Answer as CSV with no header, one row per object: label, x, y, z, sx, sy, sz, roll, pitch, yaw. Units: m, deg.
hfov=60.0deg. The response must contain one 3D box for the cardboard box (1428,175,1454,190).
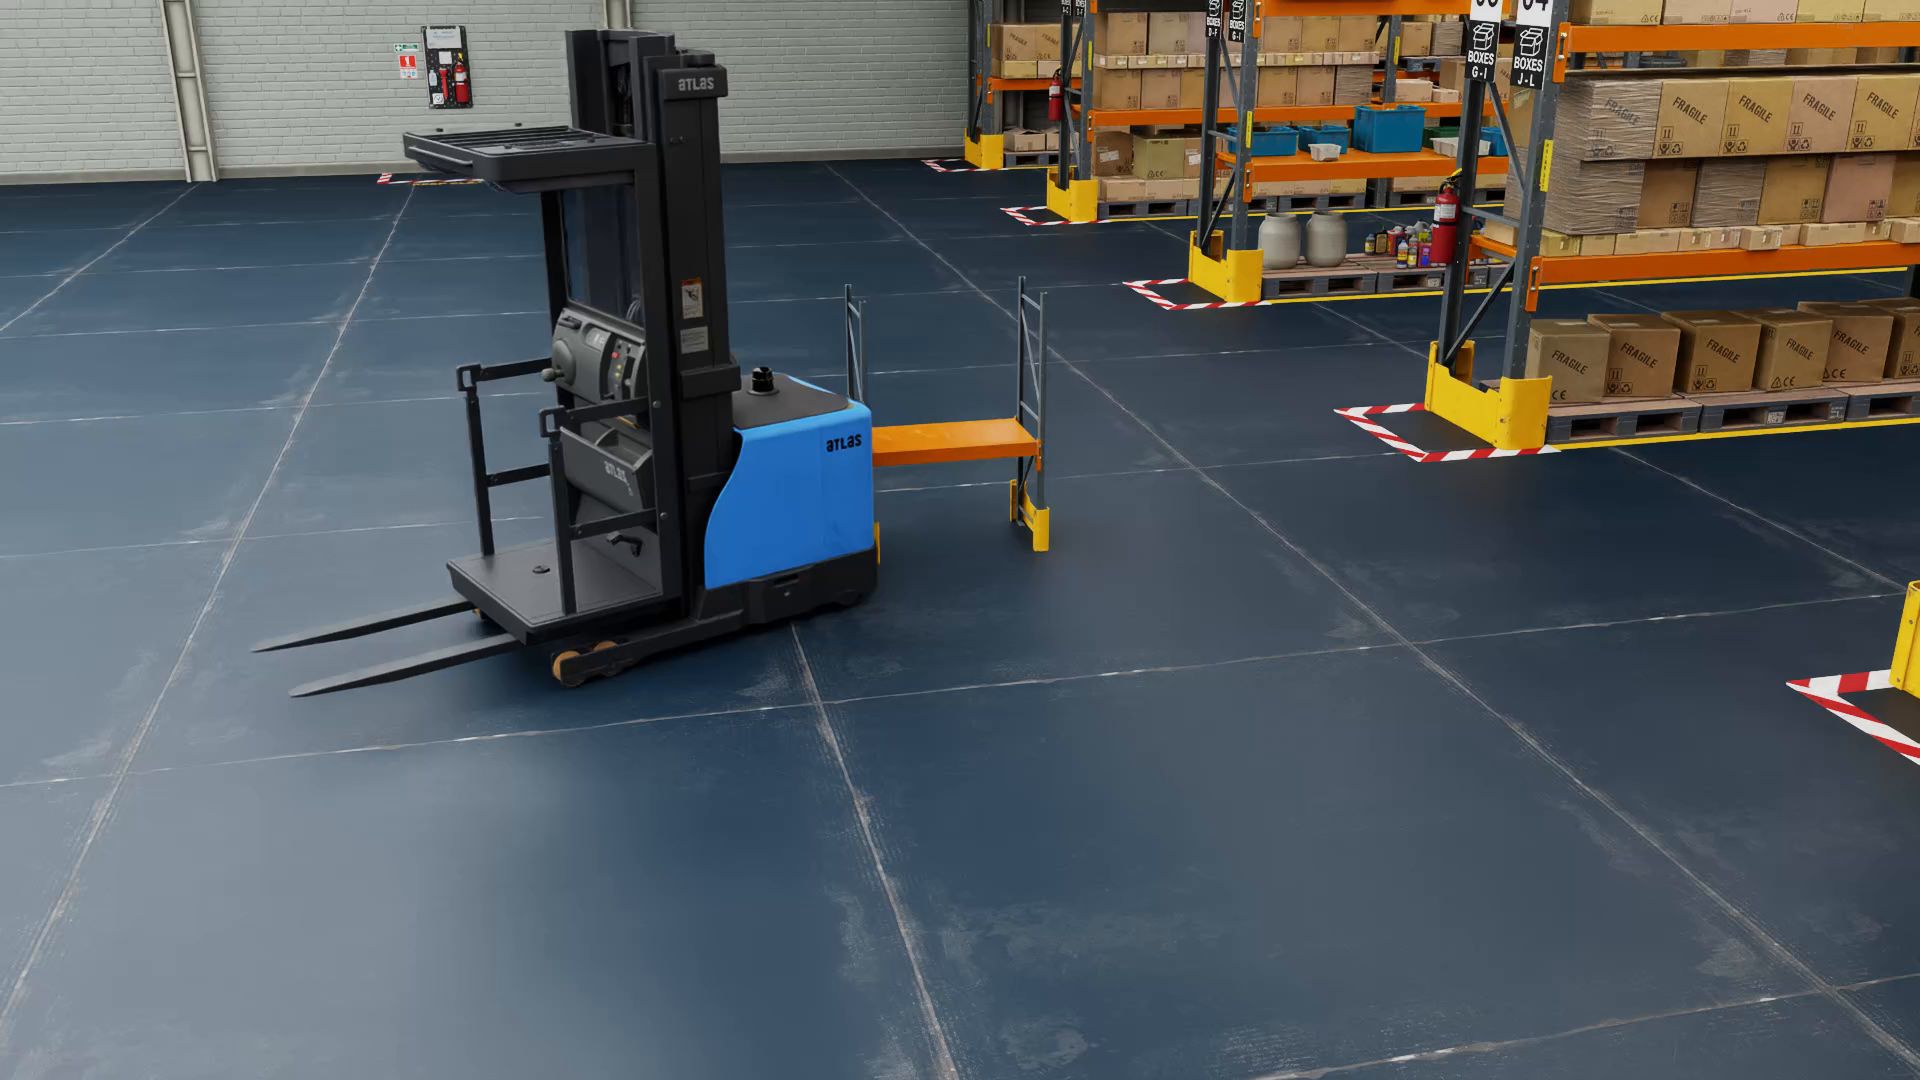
cardboard box,6.275,-4.755,21.821,0.500,0.250,0.500,-4,21,-11

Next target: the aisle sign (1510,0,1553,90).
aisle sign,3.720,-3.342,10.799,0.004,0.787,0.394,-5,21,-12

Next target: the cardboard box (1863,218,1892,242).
cardboard box,6.469,-2.261,11.992,0.250,0.149,0.380,-5,21,-12

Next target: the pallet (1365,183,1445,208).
pallet,6.036,-4.622,22.125,1.213,0.211,1.003,-5,21,-12

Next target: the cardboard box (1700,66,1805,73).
cardboard box,5.651,-3.126,11.957,0.500,0.500,0.500,-5,21,-12

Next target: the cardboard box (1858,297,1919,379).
cardboard box,7.206,-1.549,12.705,0.500,0.500,0.500,-5,21,-14

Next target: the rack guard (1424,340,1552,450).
rack guard,3.785,-1.059,11.980,0.348,0.500,1.175,-5,21,-12

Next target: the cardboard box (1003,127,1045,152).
cardboard box,0.986,-6.170,25.566,0.500,0.311,0.500,-7,21,-19

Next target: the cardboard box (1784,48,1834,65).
cardboard box,11.408,-6.577,22.652,0.500,0.500,0.700,-10,23,-26

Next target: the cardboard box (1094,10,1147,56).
cardboard box,1.944,-6.236,20.447,0.500,0.500,0.700,-5,21,-12

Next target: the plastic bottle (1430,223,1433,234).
plastic bottle,4.986,-3.191,17.376,0.185,0.351,0.144,-5,21,-13

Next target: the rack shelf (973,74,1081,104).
rack shelf,2.238,-7.022,25.668,4.000,0.370,1.077,-5,21,-12

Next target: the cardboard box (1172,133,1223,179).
cardboard box,2.978,-4.854,21.000,0.500,0.500,0.500,-5,21,-12

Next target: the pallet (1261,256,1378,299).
pallet,3.427,-2.660,16.769,1.213,0.211,1.003,-5,21,-12

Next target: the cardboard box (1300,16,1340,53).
cardboard box,4.406,-6.438,20.998,0.500,0.500,0.700,-5,21,-13

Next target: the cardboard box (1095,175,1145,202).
cardboard box,2.008,-4.417,20.900,0.500,0.250,0.500,-5,21,-12

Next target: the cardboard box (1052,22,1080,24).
cardboard box,1.696,-7.680,25.517,0.500,0.500,0.500,-5,21,-14

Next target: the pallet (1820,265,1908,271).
pallet,9.594,-3.160,18.136,1.213,0.211,1.003,-5,21,-12

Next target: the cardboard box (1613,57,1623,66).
cardboard box,10.707,-7.850,27.219,0.250,0.149,0.380,-5,21,-12

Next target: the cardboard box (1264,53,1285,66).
cardboard box,3.877,-6.018,20.794,0.250,0.149,0.380,-4,21,-11

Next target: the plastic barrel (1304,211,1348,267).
plastic barrel,3.682,-3.031,16.735,0.421,0.512,0.421,0,20,0

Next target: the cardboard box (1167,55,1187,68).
cardboard box,2.612,-5.914,20.510,0.250,0.149,0.380,-5,21,-13

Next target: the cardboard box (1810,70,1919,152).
cardboard box,6.256,-2.993,11.592,0.500,0.500,0.500,-5,21,-12

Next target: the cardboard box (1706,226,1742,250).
cardboard box,5.258,-2.153,11.696,0.250,0.149,0.380,-5,21,-12

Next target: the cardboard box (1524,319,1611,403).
cardboard box,4.323,-1.294,12.011,0.500,0.500,0.500,-1,20,-2

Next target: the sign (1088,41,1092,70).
sign,1.557,-5.801,19.915,0.005,0.325,0.100,-5,21,-12

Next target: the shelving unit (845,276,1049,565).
shelving unit,-0.074,-0.698,9.540,1.083,1.500,0.587,-5,21,-12

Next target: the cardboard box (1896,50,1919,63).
cardboard box,13.541,-6.666,23.505,0.500,0.500,0.500,-4,21,-12

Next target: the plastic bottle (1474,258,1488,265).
plastic bottle,5.244,-2.929,16.771,0.135,0.276,0.152,-4,21,-11

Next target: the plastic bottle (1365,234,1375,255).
plastic bottle,4.258,-3.070,17.262,0.097,0.201,0.097,0,20,0

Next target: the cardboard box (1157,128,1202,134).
cardboard box,2.859,-5.028,21.475,0.500,0.500,0.500,-5,21,-12

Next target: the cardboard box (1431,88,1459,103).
cardboard box,6.237,-5.744,21.499,0.250,0.149,0.380,-5,21,-12

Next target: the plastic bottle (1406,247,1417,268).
plastic bottle,4.508,-2.825,16.594,0.097,0.201,0.097,0,20,0

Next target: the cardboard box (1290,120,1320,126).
cardboard box,5.388,-6.672,26.663,0.500,0.500,0.700,-5,21,-14

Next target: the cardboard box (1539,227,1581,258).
cardboard box,4.044,-2.052,11.420,0.250,0.149,0.380,-5,21,-12

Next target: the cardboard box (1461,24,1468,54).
cardboard box,8.476,-8.156,27.112,0.500,0.500,0.500,-5,21,-12

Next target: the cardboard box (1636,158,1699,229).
cardboard box,4.712,-2.528,11.776,0.500,0.500,0.875,-5,21,-12

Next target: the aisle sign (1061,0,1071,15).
aisle sign,1.304,-6.857,20.393,0.004,0.787,0.394,-5,21,-12

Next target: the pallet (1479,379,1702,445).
pallet,4.584,-0.976,12.173,1.213,0.211,1.003,-5,21,-12

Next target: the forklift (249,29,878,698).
forklift,-1.924,-0.885,7.968,3.031,2.935,1.130,-15,25,-34

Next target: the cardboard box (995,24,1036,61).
cardboard box,0.826,-7.429,24.834,0.500,0.500,0.500,-5,21,-12

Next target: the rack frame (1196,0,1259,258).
rack frame,2.572,-3.885,16.059,0.127,3.000,1.000,-5,21,-12

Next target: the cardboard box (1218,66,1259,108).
cardboard box,3.399,-5.746,20.995,0.500,0.500,0.700,-4,21,-11

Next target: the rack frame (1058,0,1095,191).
rack frame,1.435,-5.543,20.586,0.127,3.000,1.000,-5,21,-12

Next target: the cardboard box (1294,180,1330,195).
cardboard box,4.438,-4.620,21.452,0.500,0.250,0.500,-5,21,-12

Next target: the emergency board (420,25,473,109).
emergency board,-7.479,-6.888,24.258,0.643,1.169,0.194,-5,21,-12

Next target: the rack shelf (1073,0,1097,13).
rack shelf,3.382,-6.772,20.626,4.000,0.370,1.077,-5,21,-12

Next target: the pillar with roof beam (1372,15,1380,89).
pillar with roof beam,7.604,-9.397,22.385,0.400,9.000,9.100,-5,21,-12

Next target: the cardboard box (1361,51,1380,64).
cardboard box,5.113,-6.118,21.067,0.250,0.149,0.380,-5,21,-13

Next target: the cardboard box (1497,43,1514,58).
cardboard box,8.609,-7.983,26.640,0.500,0.500,0.500,-4,21,-11

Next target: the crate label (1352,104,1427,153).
crate label,4.301,-4.138,16.698,0.616,0.435,0.502,-5,21,-12

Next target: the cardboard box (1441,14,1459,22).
cardboard box,7.748,-8.355,26.534,0.250,0.149,0.380,-7,21,-20

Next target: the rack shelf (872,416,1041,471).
rack shelf,-0.083,-0.529,9.600,1.000,0.185,0.538,-5,21,-12

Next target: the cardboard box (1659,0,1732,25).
cardboard box,4.740,-3.560,11.028,0.500,0.250,0.500,-5,21,-14
